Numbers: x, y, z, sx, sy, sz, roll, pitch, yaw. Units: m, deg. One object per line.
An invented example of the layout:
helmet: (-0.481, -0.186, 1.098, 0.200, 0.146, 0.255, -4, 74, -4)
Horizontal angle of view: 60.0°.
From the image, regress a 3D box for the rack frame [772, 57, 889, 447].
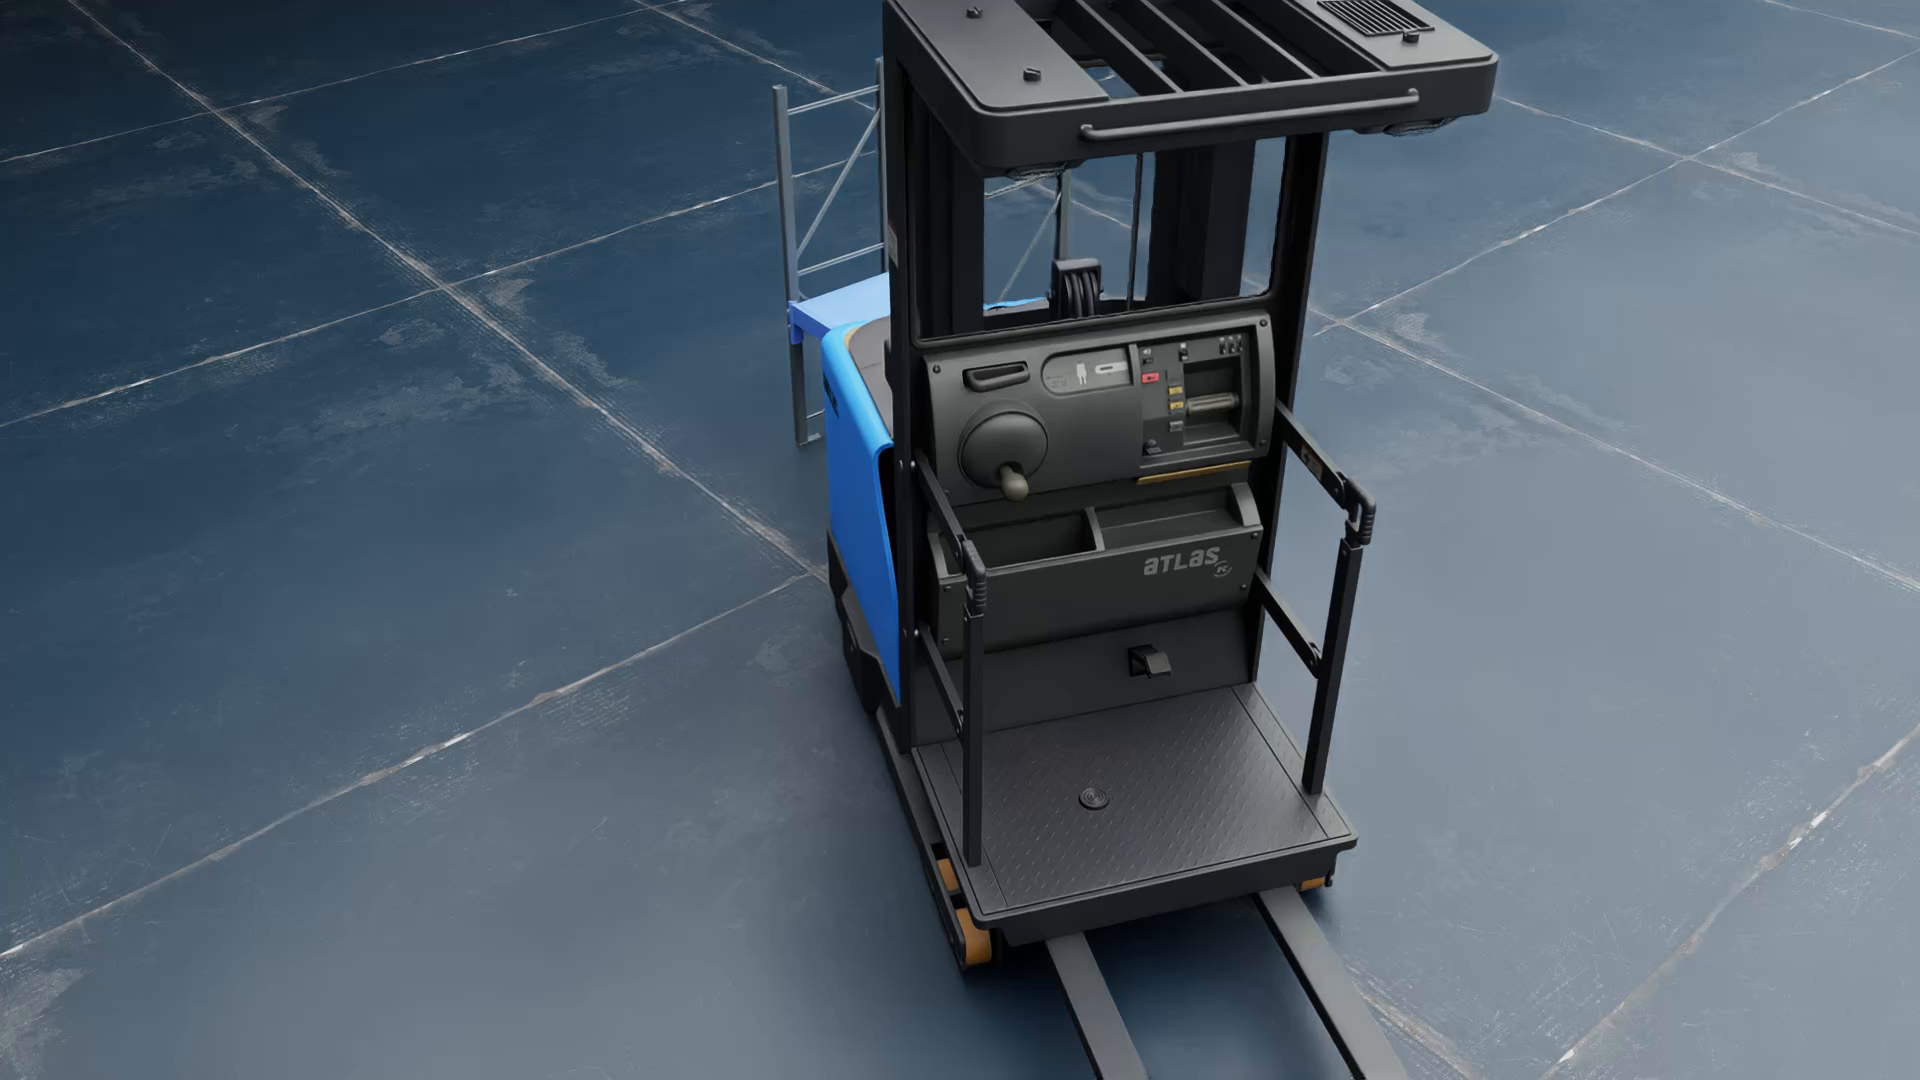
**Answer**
rack frame: (-0.469, -1.091, 6.492, 0.500, 1.500, 0.032, -25, 42, -31)

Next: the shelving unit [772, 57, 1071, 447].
shelving unit: (-0.149, -0.862, 6.170, 0.538, 1.500, 1.048, -25, 42, -31)

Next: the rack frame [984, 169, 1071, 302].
rack frame: (0.171, -0.634, 5.848, 0.500, 1.500, 0.032, -25, 42, -31)

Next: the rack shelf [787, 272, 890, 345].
rack shelf: (-0.149, -0.716, 6.274, 0.538, 0.185, 1.000, -25, 42, -31)

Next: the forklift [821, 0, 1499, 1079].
forklift: (0.433, -0.278, 4.106, 1.130, 2.935, 3.031, -9, 36, -13)
